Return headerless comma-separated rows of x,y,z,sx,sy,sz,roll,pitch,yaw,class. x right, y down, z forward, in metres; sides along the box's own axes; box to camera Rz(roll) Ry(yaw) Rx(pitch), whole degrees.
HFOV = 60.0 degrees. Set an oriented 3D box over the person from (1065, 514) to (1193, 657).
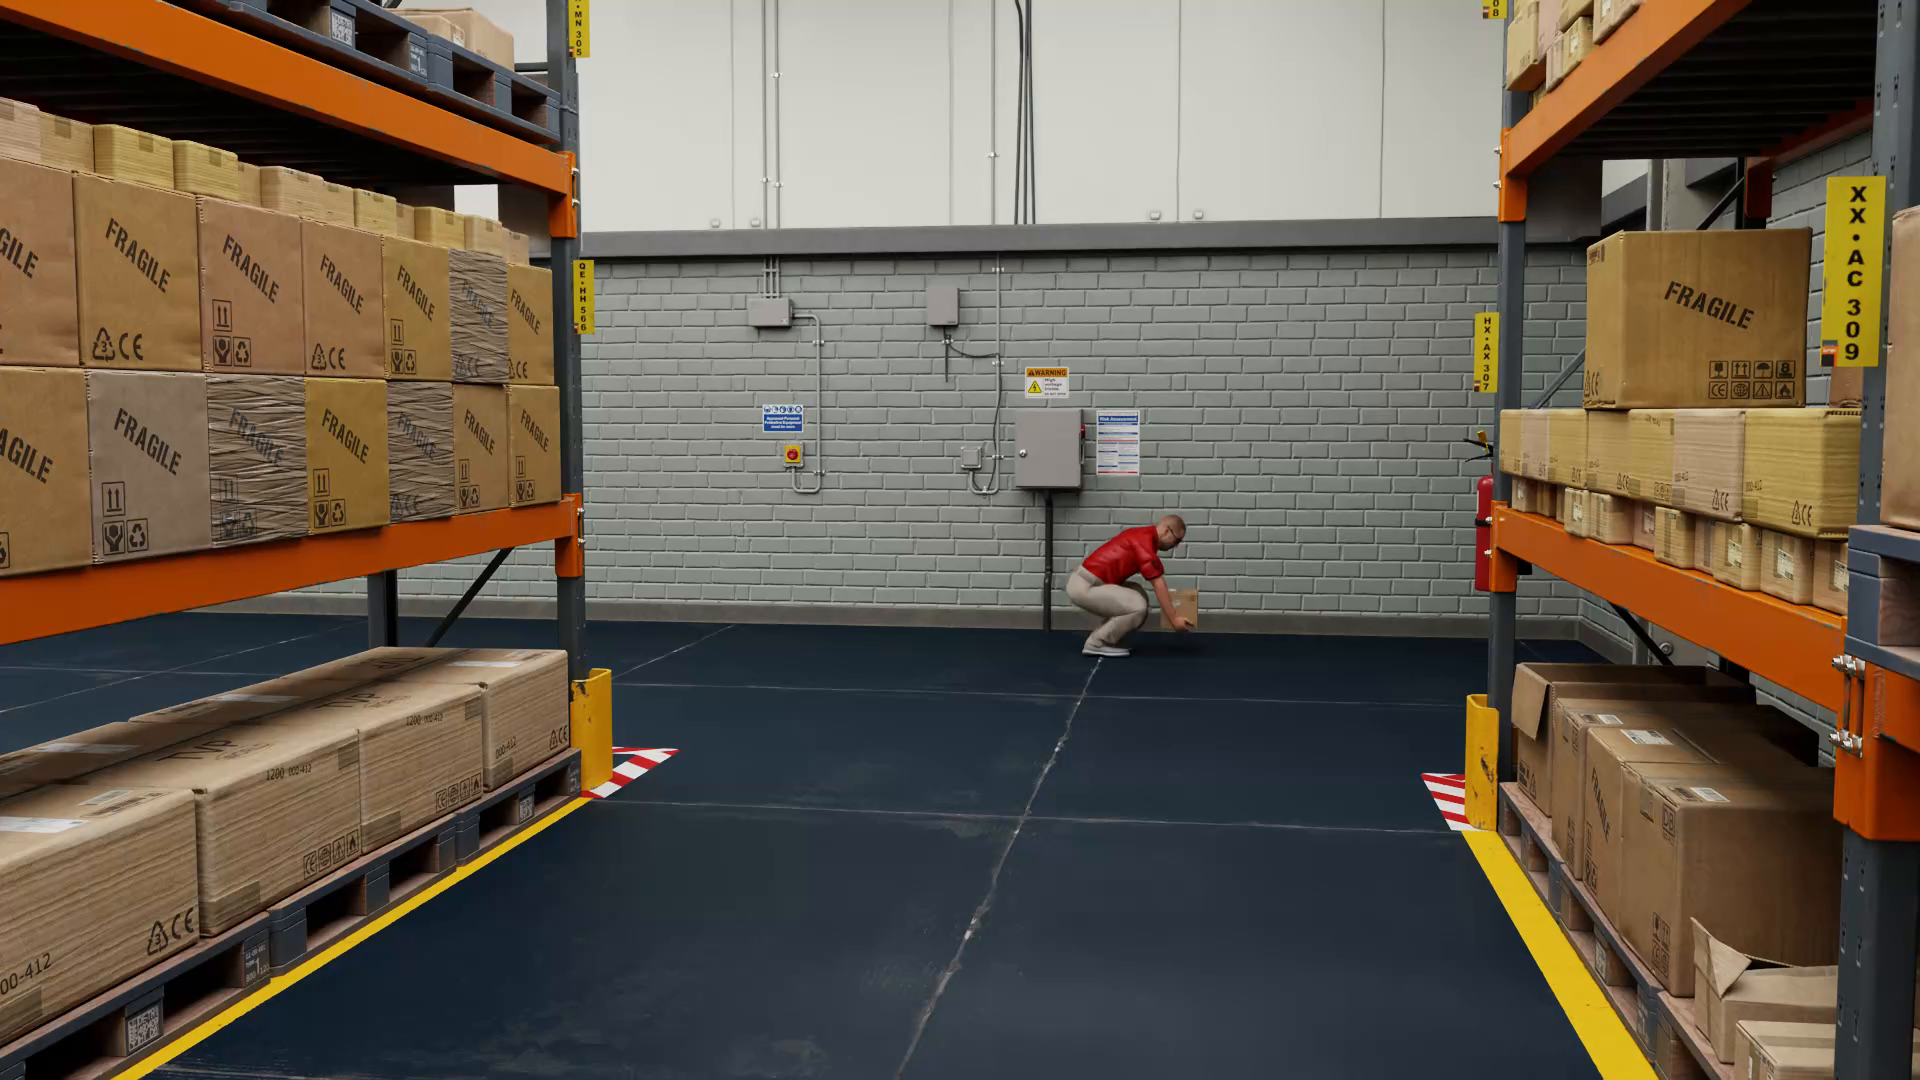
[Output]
1.187,0.314,11.594,0.891,0.986,0.533,1,4,7,person
